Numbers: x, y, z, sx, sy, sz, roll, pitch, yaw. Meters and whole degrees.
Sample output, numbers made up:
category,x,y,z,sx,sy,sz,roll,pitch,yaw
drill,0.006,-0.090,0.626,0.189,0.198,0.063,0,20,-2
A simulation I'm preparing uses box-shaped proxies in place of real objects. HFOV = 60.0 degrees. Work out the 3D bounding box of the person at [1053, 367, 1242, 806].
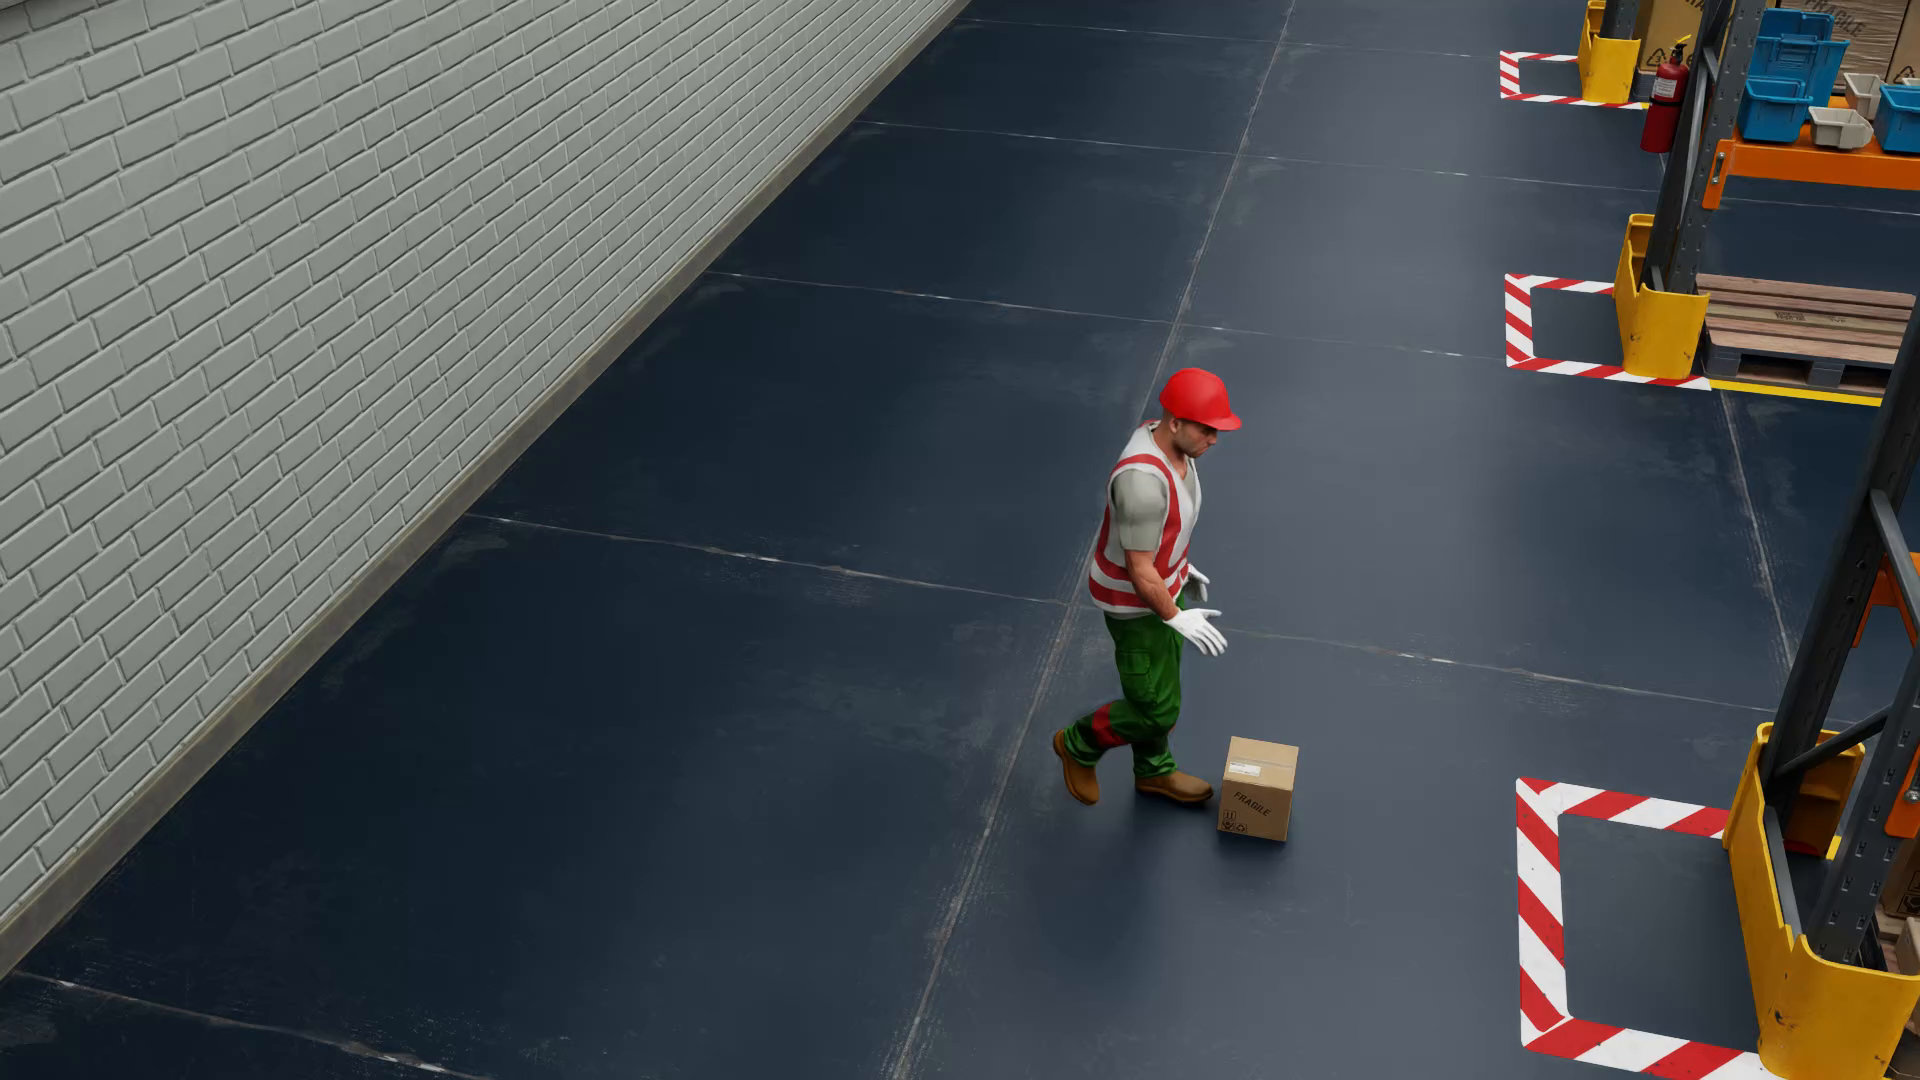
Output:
category,x,y,z,sx,sy,sz,roll,pitch,yaw
person,0.666,0.205,5.776,0.616,1.778,0.542,13,35,19
